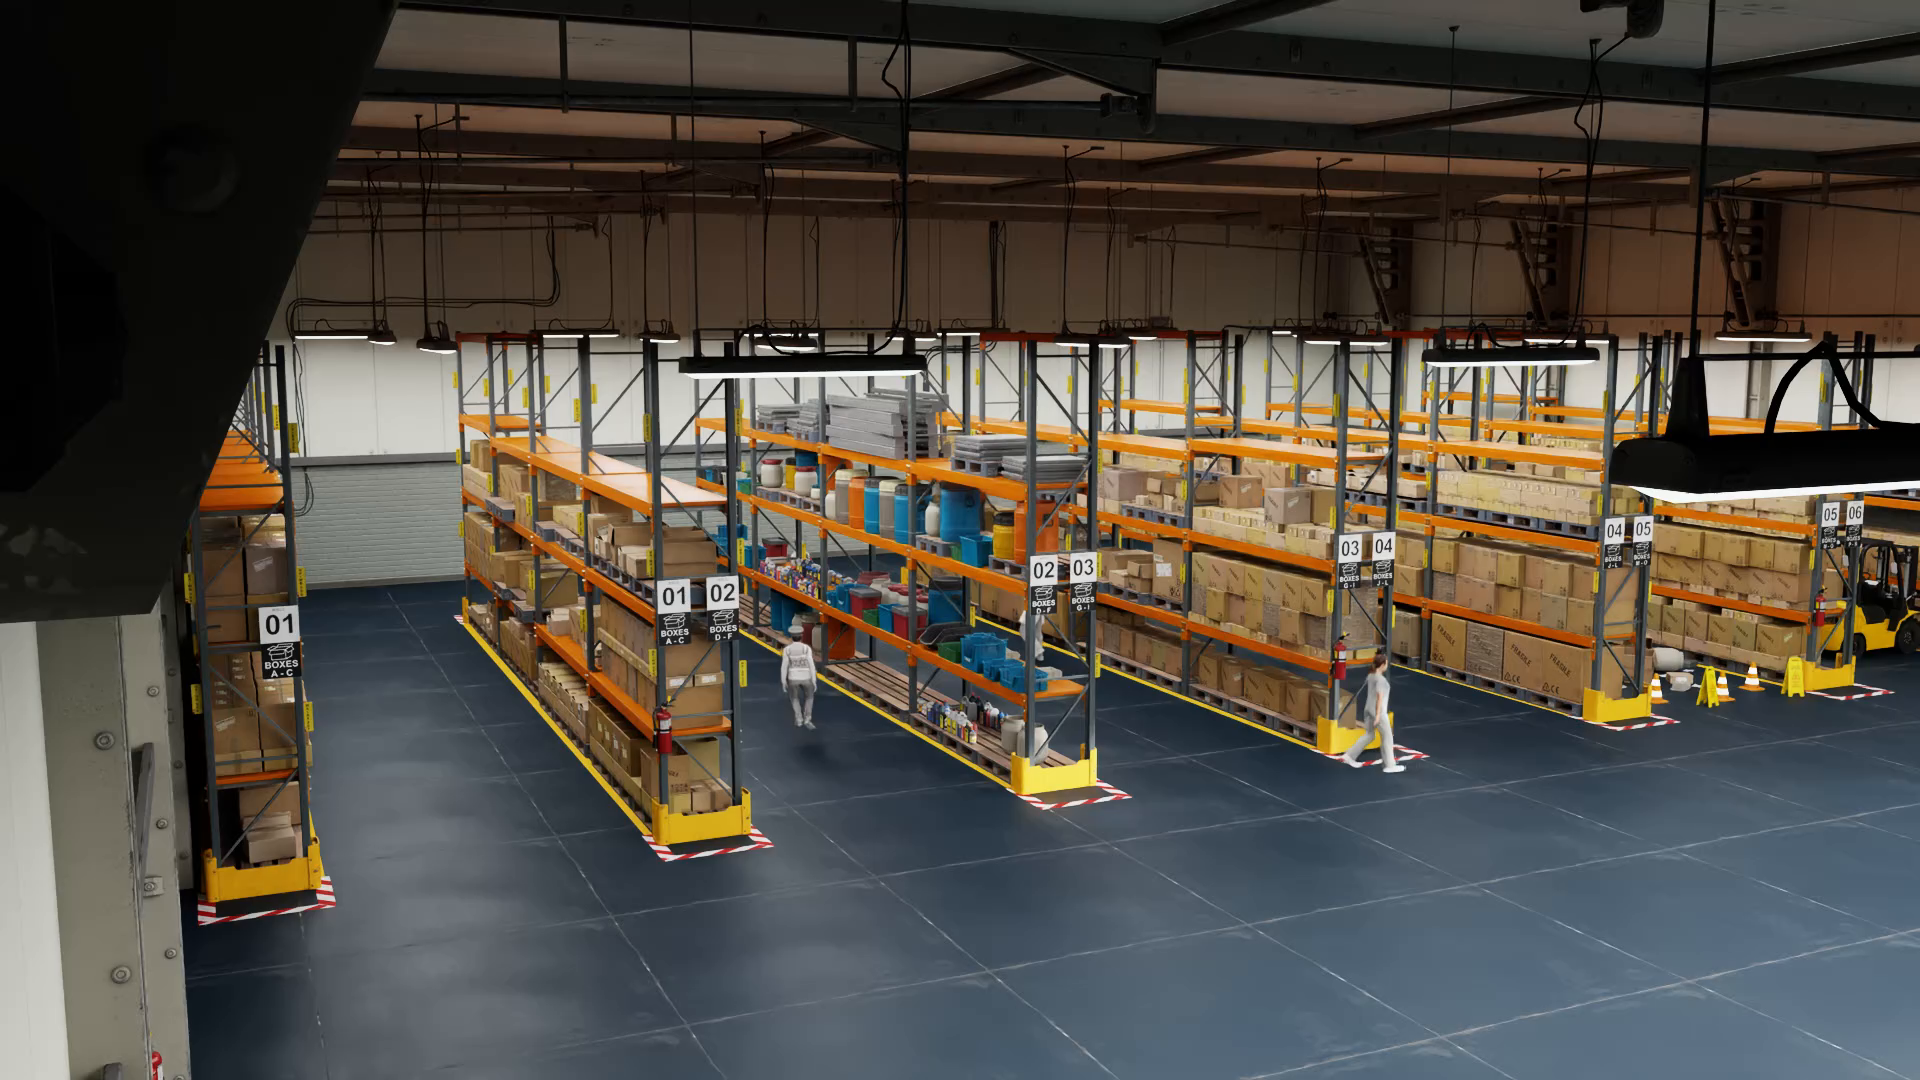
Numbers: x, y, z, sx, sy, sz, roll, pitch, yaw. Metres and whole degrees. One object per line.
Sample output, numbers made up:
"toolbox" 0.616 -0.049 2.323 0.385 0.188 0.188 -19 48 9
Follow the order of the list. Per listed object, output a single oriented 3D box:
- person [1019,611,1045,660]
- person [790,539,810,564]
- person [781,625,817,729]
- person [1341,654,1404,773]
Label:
"person" 1.395 1.330 30.583 0.528 1.779 0.638 5 9 30
"person" -3.352 0.768 35.113 0.464 1.637 0.997 -6 10 -39
"person" -2.395 2.052 24.657 0.524 1.566 0.476 -1 8 -7
"person" 5.759 2.402 23.142 0.820 1.653 0.448 -2 8 -15
